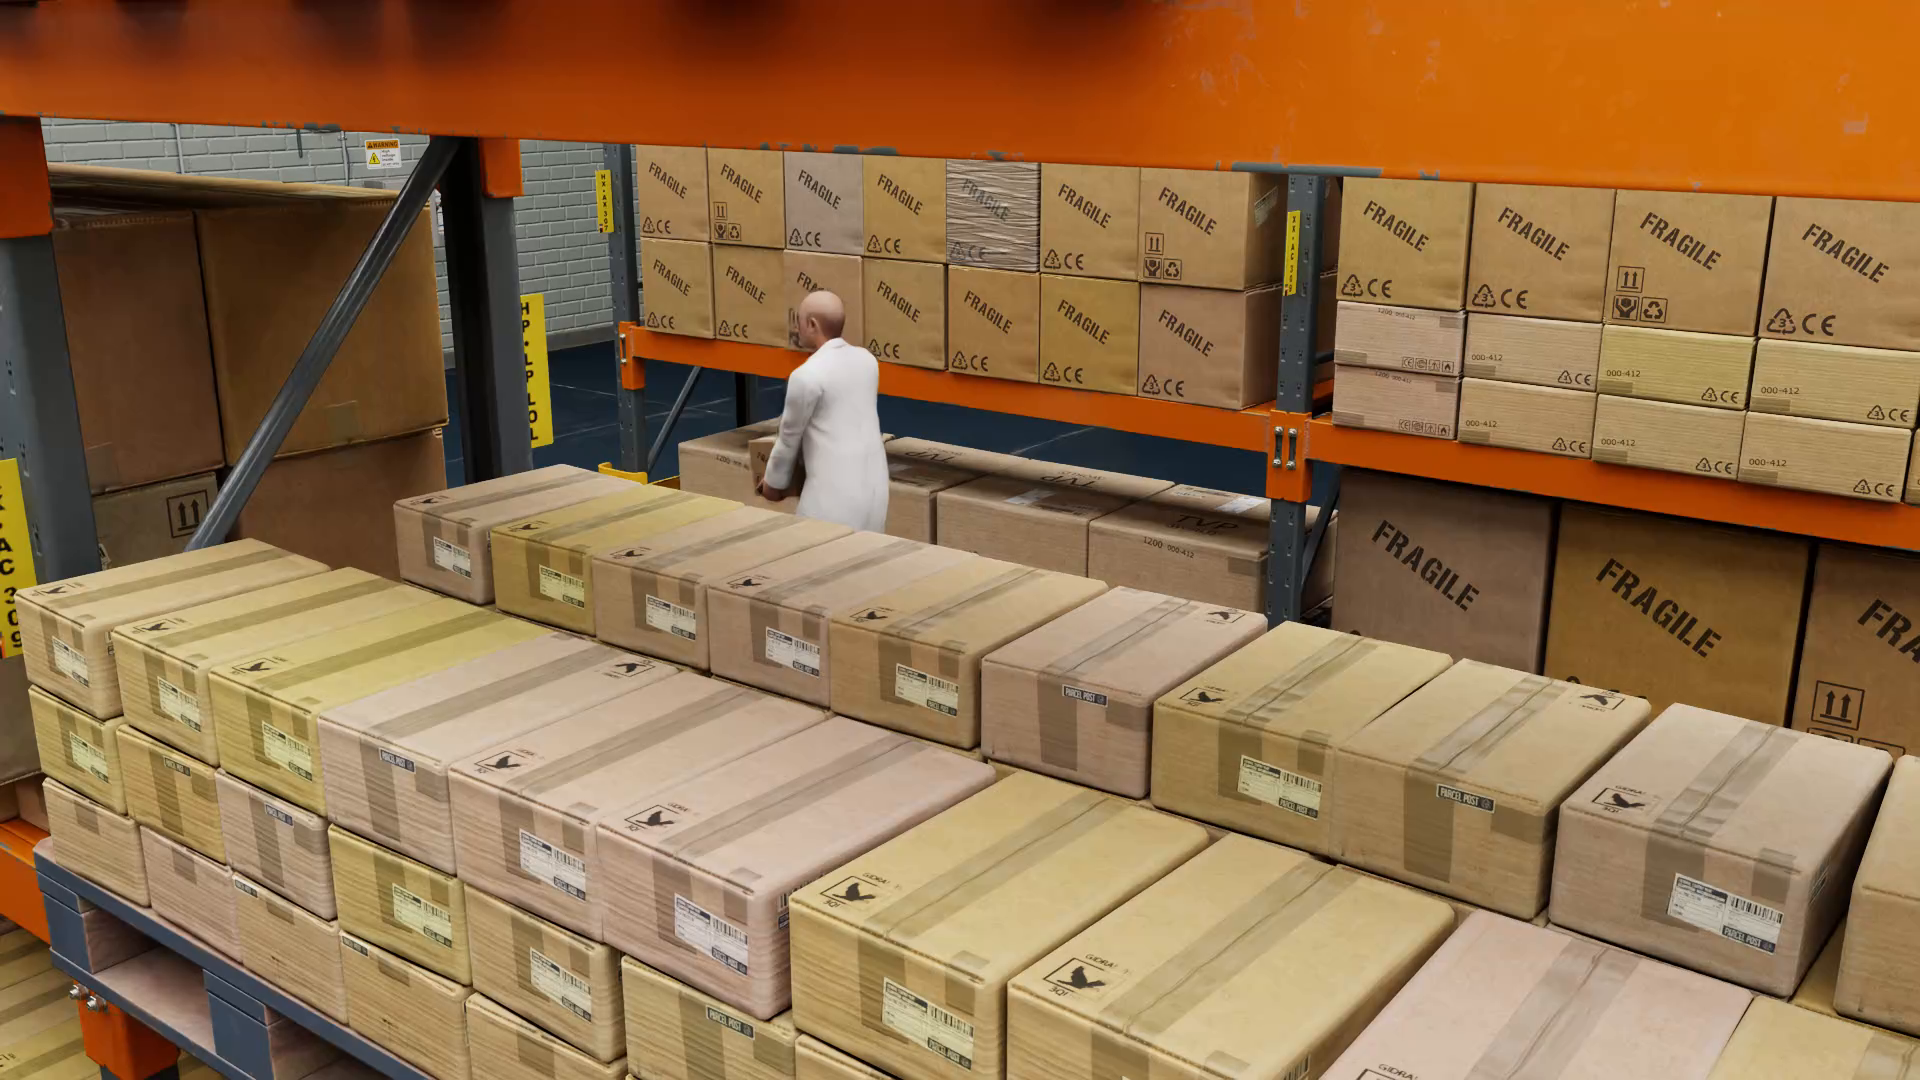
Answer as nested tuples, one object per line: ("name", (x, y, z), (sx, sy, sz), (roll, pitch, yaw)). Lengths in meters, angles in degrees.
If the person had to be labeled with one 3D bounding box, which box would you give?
("person", (-0.596, -0.211, 7.305), (0.573, 1.774, 0.527), (11, 20, 34))
